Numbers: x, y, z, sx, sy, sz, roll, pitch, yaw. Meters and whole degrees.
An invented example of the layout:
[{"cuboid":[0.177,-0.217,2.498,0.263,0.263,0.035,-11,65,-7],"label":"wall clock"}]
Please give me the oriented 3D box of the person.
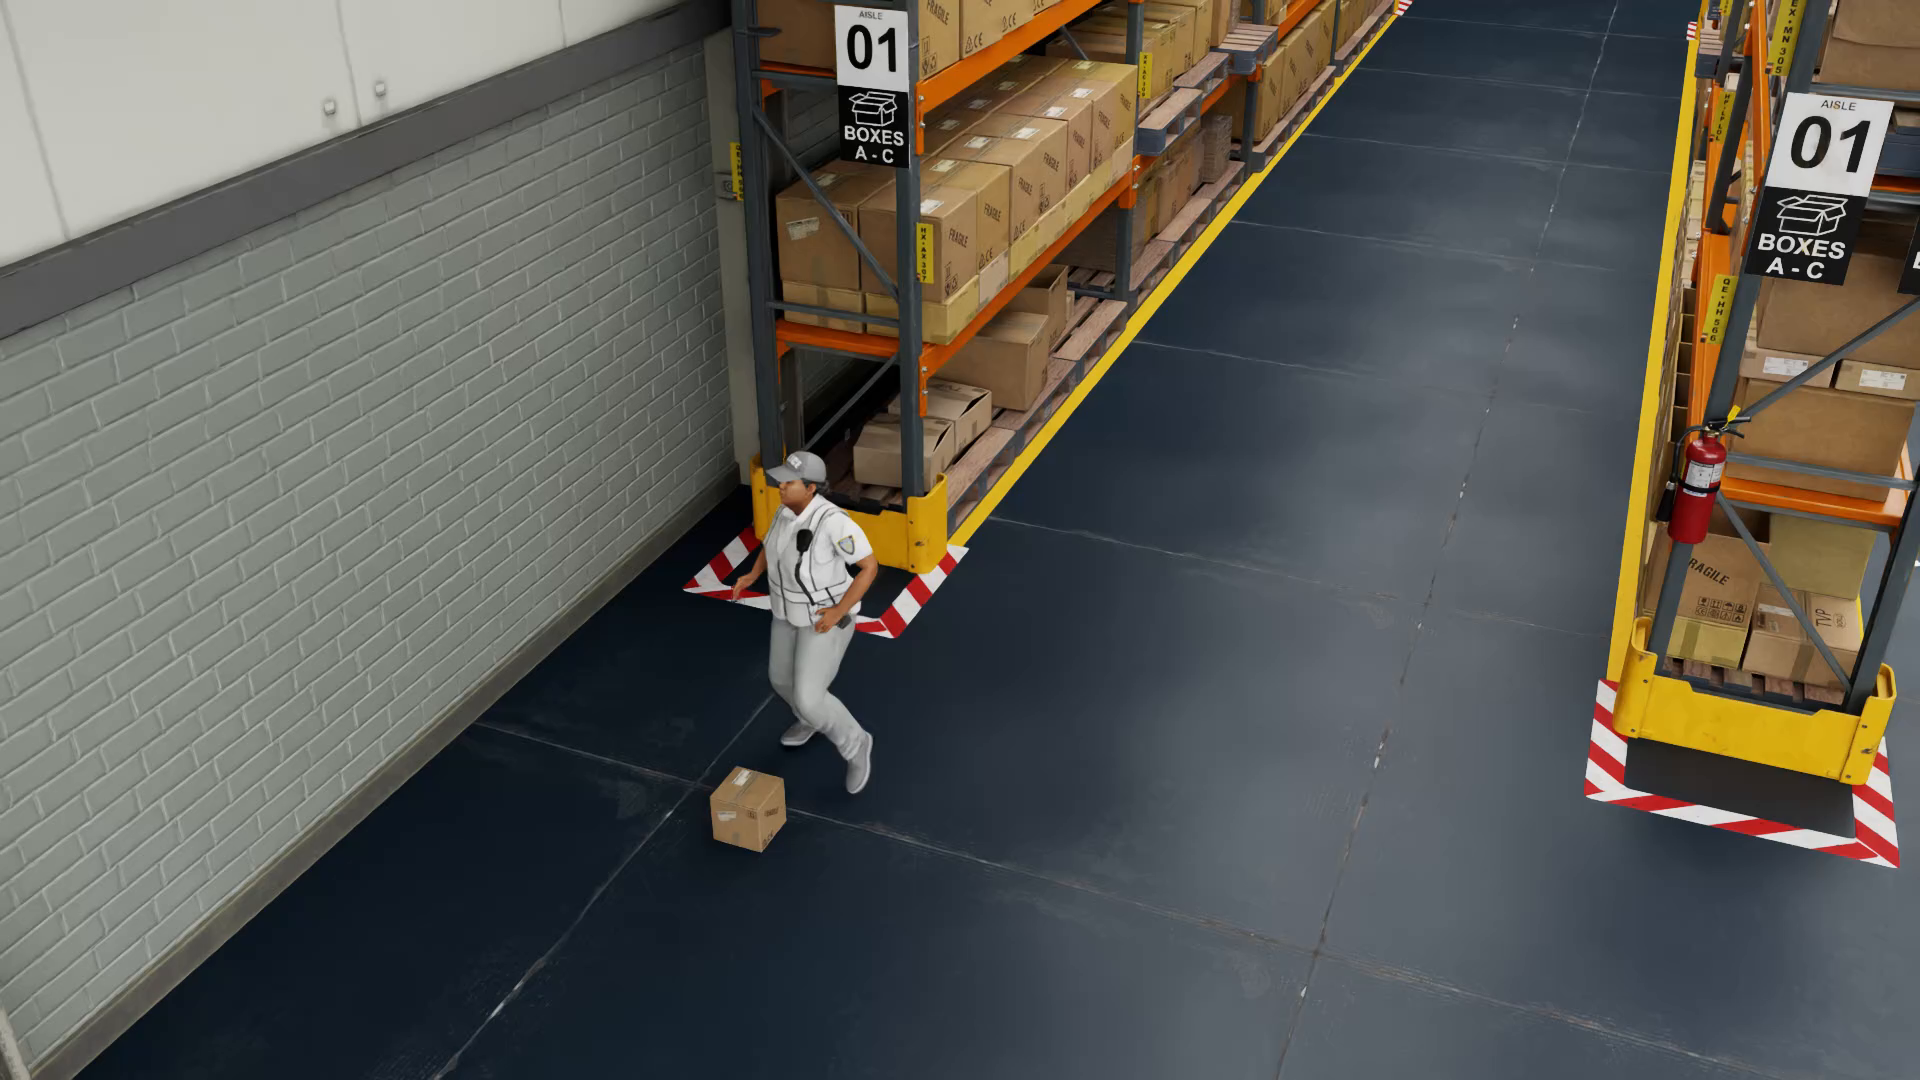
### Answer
[{"cuboid":[-0.712,0.382,7.753,0.781,1.633,0.533,24,38,35],"label":"person"}]
